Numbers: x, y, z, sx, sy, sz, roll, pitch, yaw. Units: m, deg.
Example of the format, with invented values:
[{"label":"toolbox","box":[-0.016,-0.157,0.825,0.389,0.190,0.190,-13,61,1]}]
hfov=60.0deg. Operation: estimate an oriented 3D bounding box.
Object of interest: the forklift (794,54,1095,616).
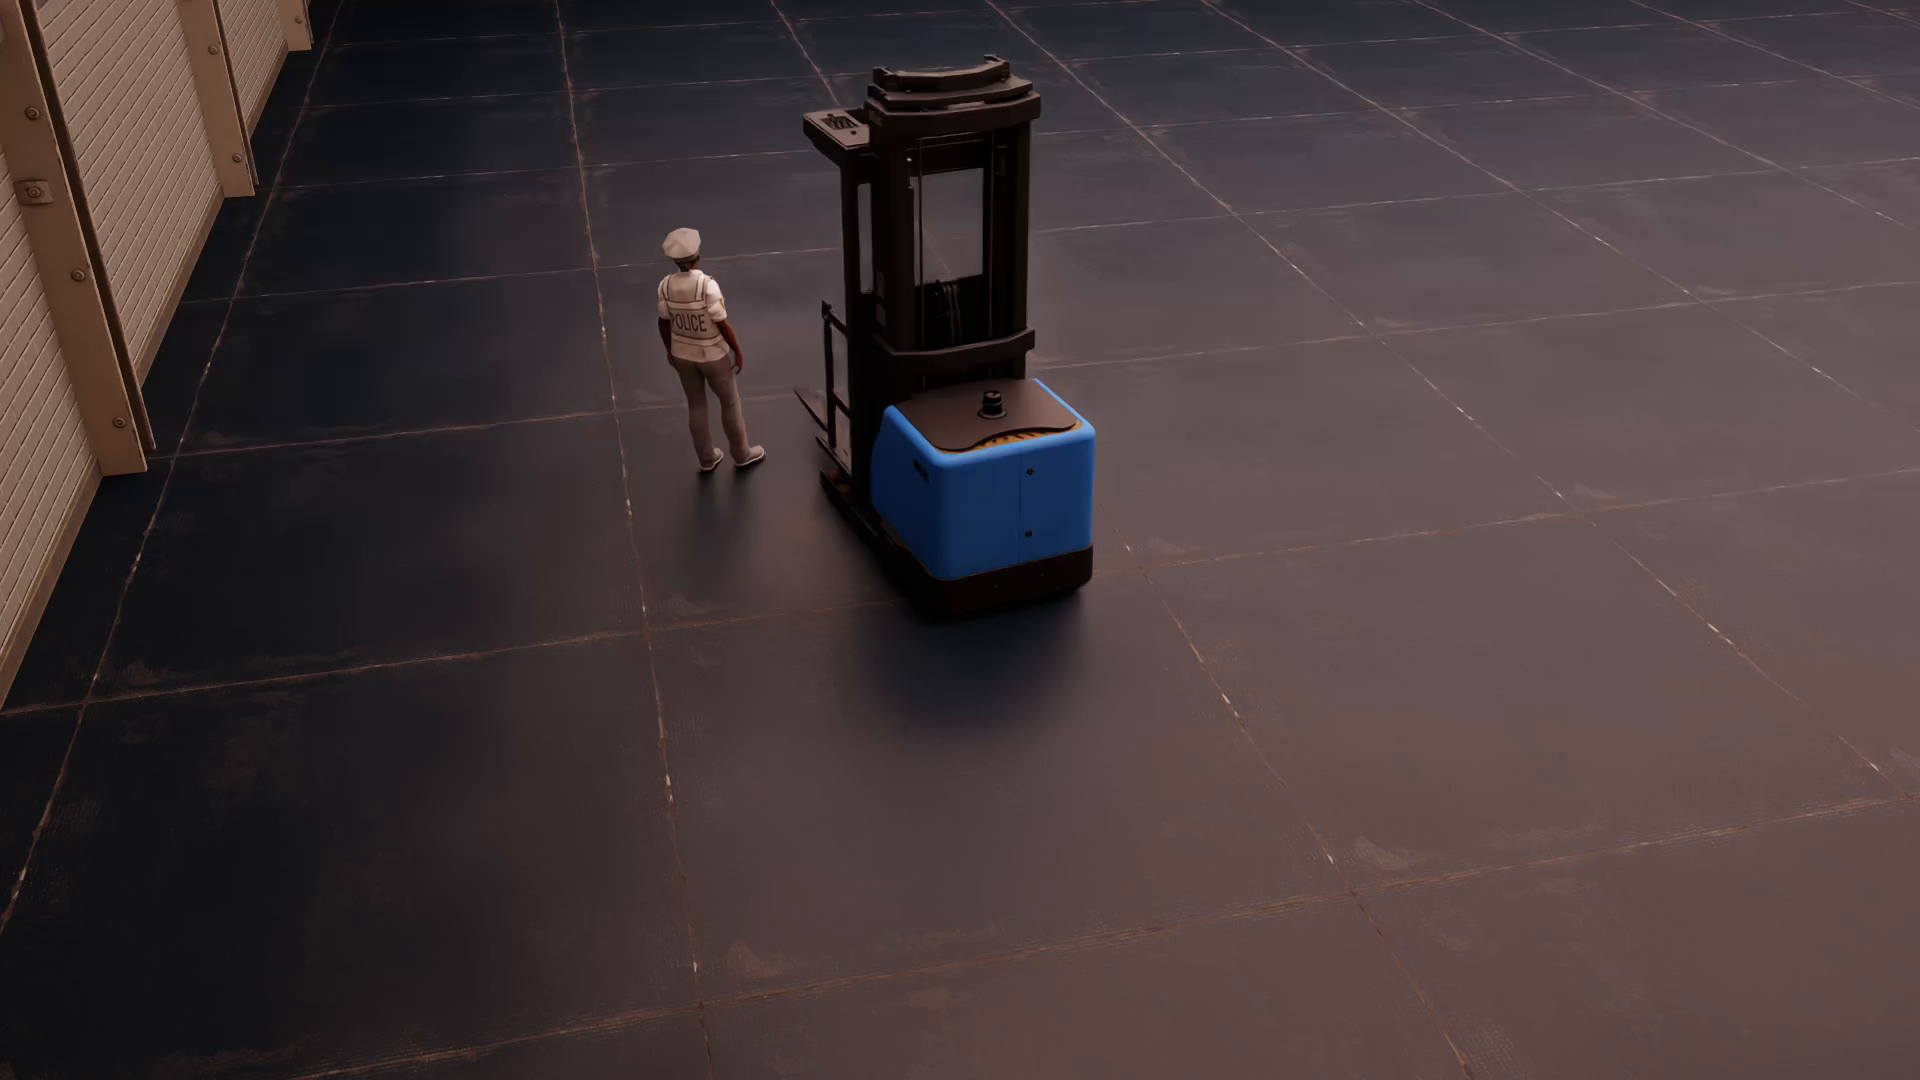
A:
[{"label":"forklift","box":[-0.271,-1.550,10.253,1.130,2.935,3.031,-13,32,-21]}]

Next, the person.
[{"label":"person","box":[-1.675,-1.256,10.969,0.554,1.695,0.527,9,31,14]}]
